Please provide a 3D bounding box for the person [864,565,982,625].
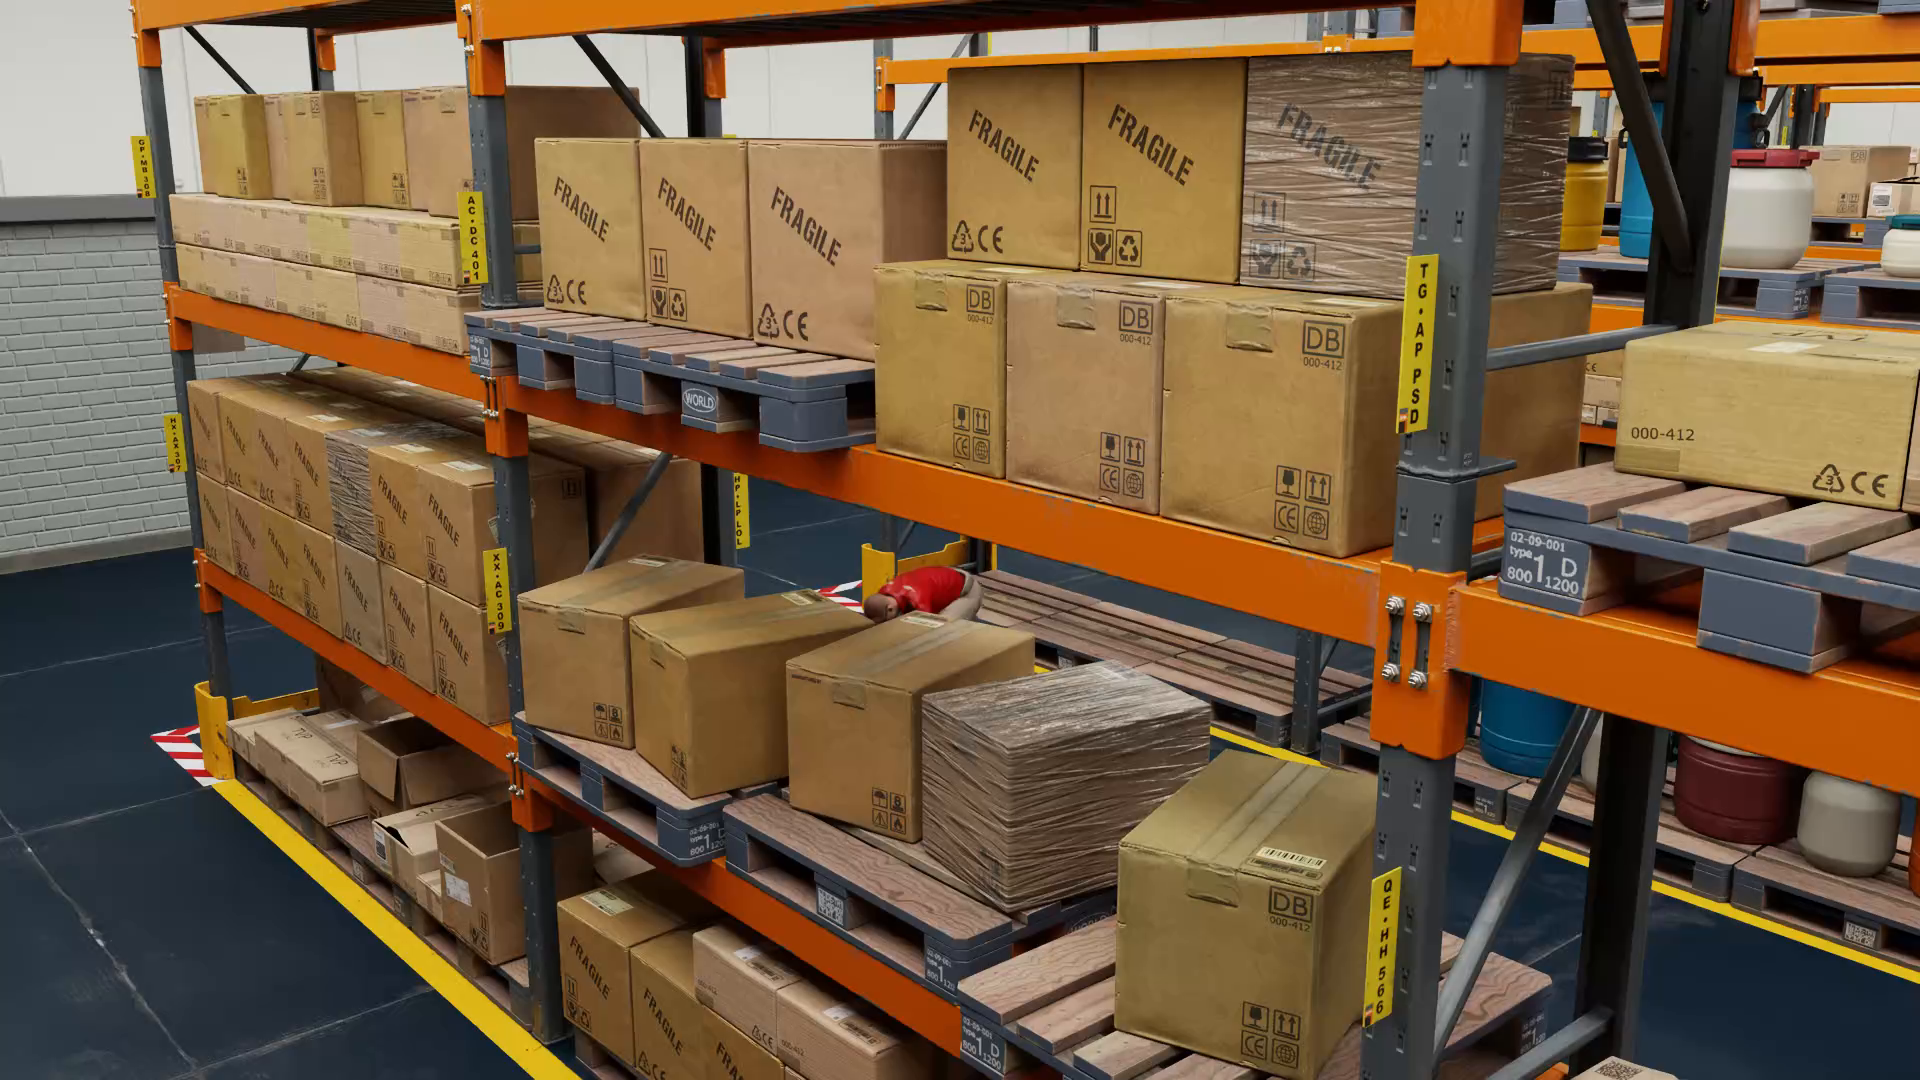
[{"bbox_3d":[-0.268,0.610,11.039,0.955,0.826,0.537,-13,19,-41],"label":"person"}]
